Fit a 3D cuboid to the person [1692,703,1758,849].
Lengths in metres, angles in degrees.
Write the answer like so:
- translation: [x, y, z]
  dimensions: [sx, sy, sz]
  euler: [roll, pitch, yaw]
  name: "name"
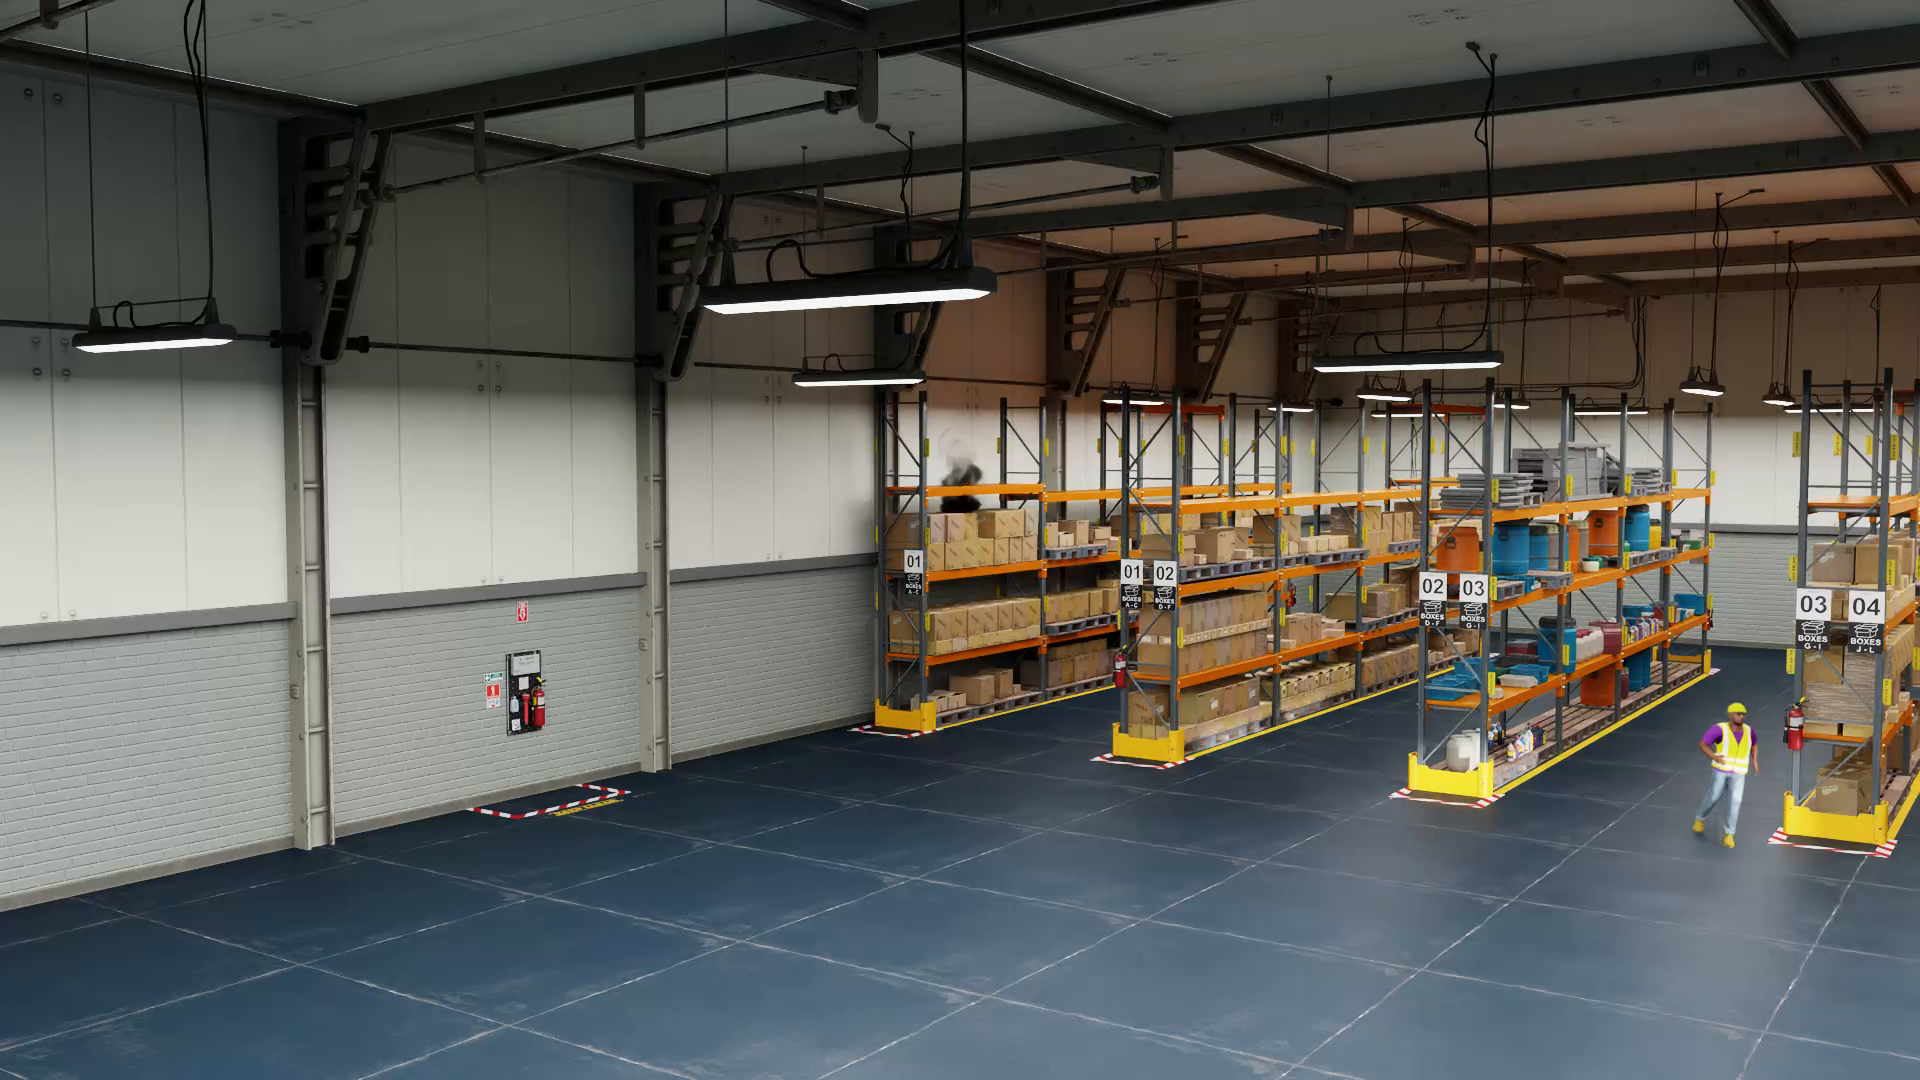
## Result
- translation: [9.790, 2.950, 21.114]
  dimensions: [0.757, 1.757, 0.923]
  euler: [0, 3, 8]
  name: "person"
